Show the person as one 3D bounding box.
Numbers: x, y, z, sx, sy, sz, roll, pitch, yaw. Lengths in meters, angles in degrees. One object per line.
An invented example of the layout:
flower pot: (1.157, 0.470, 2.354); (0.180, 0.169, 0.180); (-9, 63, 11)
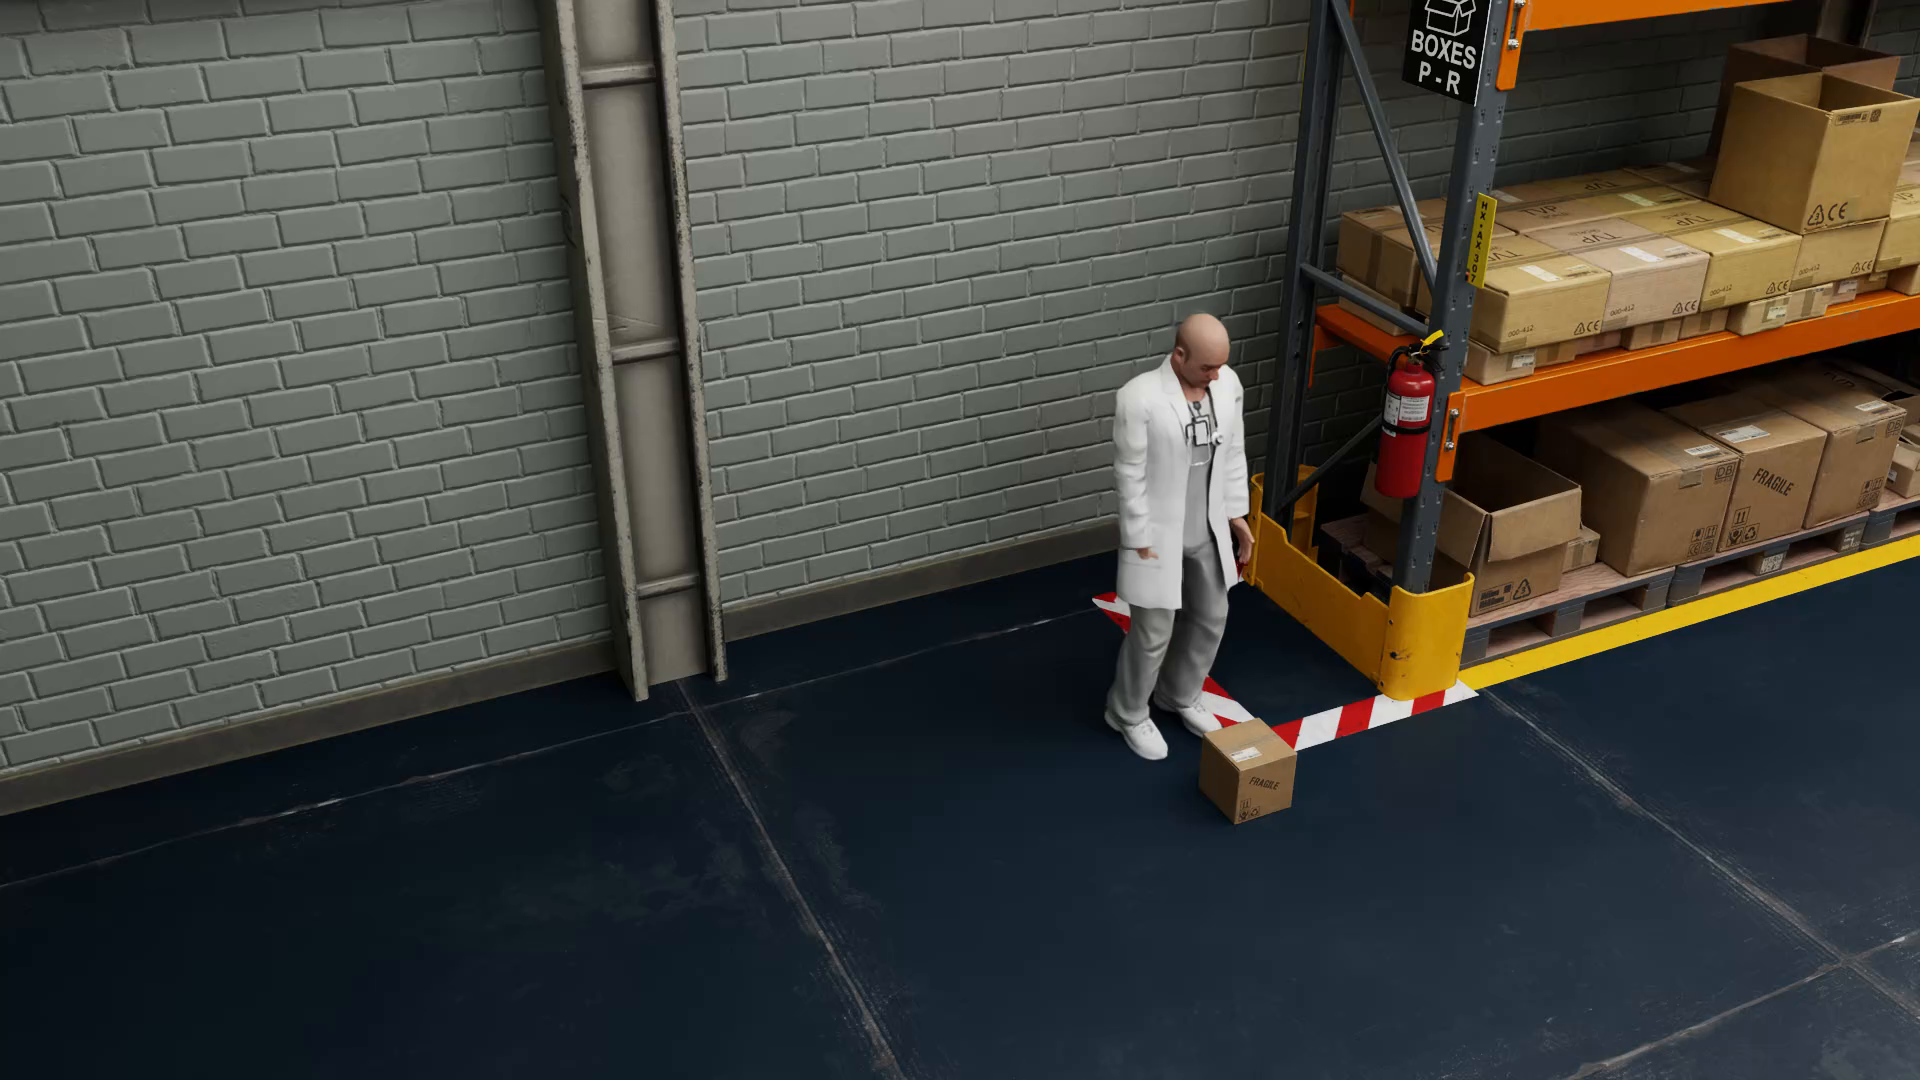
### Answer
person: (0.830, -0.020, 6.207); (0.572, 1.763, 0.383); (-16, 33, -26)
